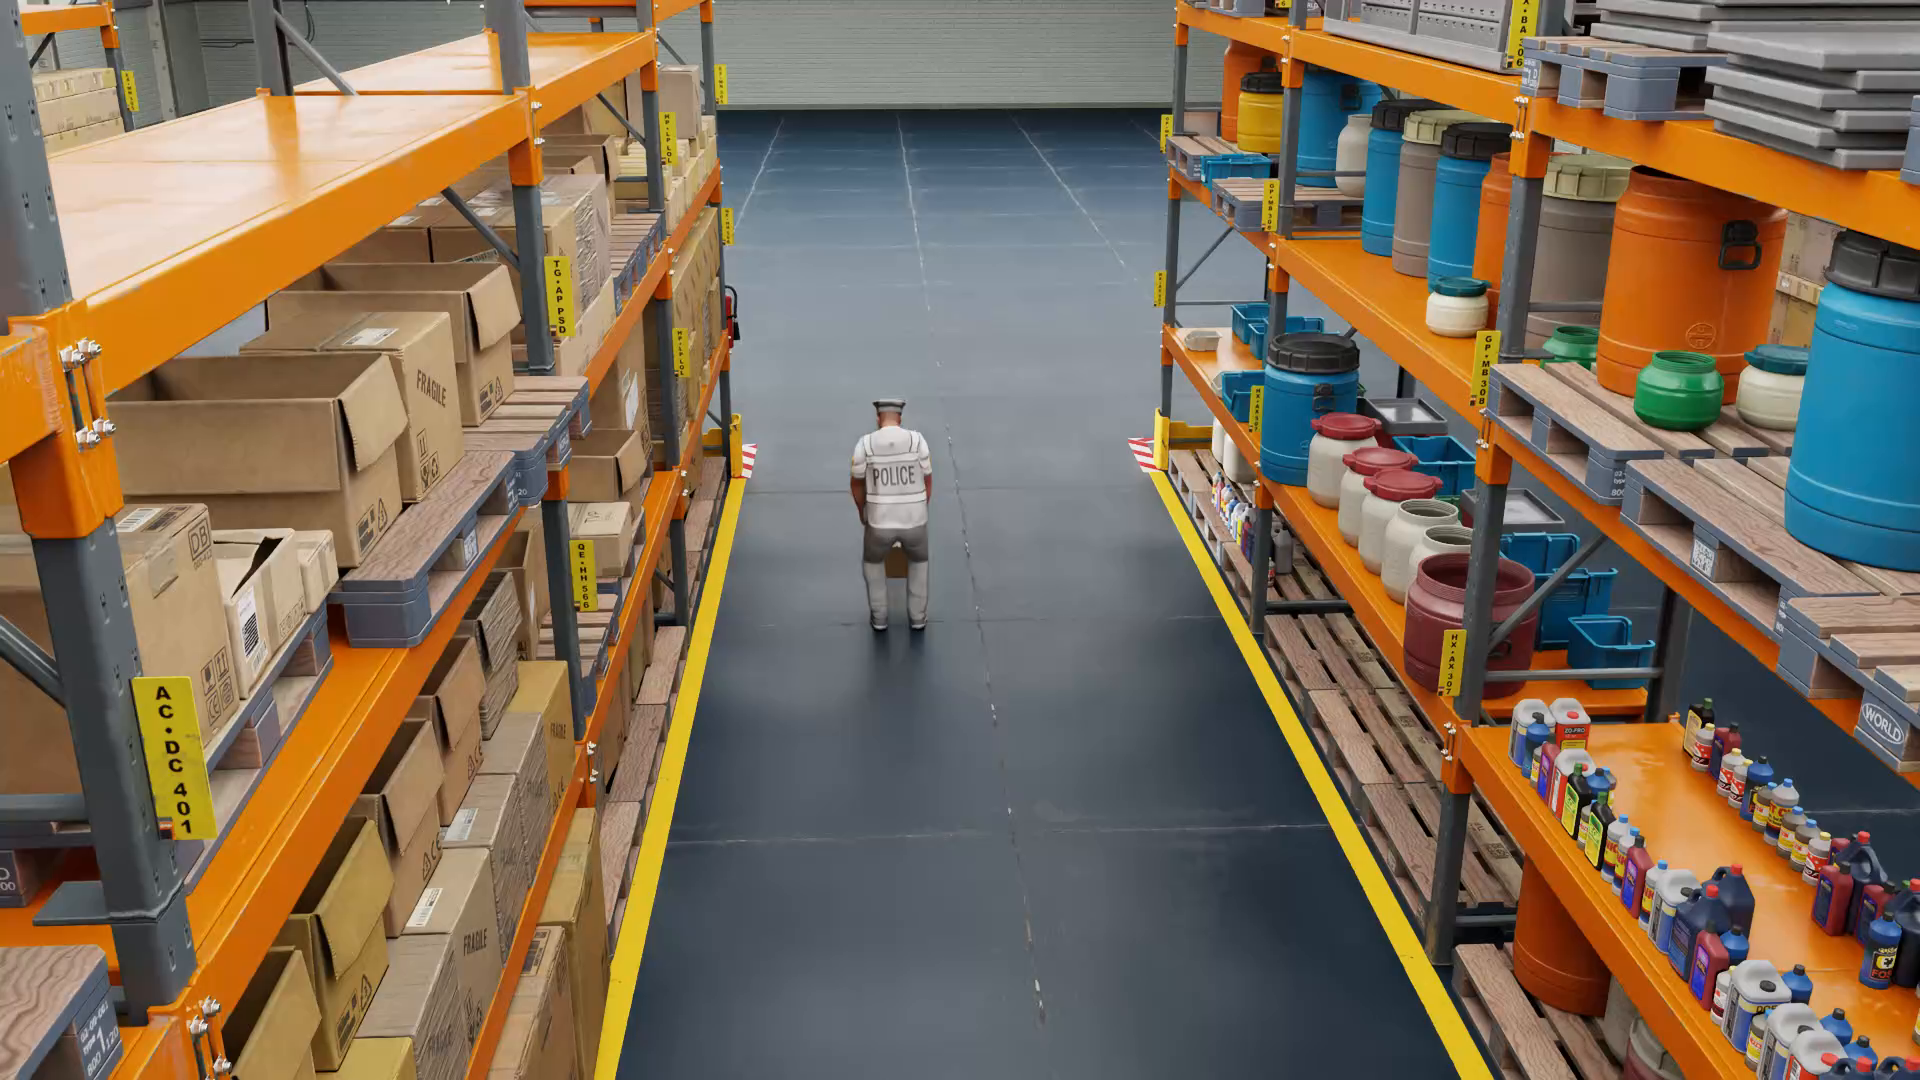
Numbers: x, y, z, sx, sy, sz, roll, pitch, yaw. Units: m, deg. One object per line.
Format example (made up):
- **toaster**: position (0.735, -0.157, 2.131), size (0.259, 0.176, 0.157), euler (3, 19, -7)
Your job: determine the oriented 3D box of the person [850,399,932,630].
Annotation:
- **person**: position (-0.481, -0.169, 11.716), size (0.575, 1.633, 0.609), euler (-1, 20, -2)
